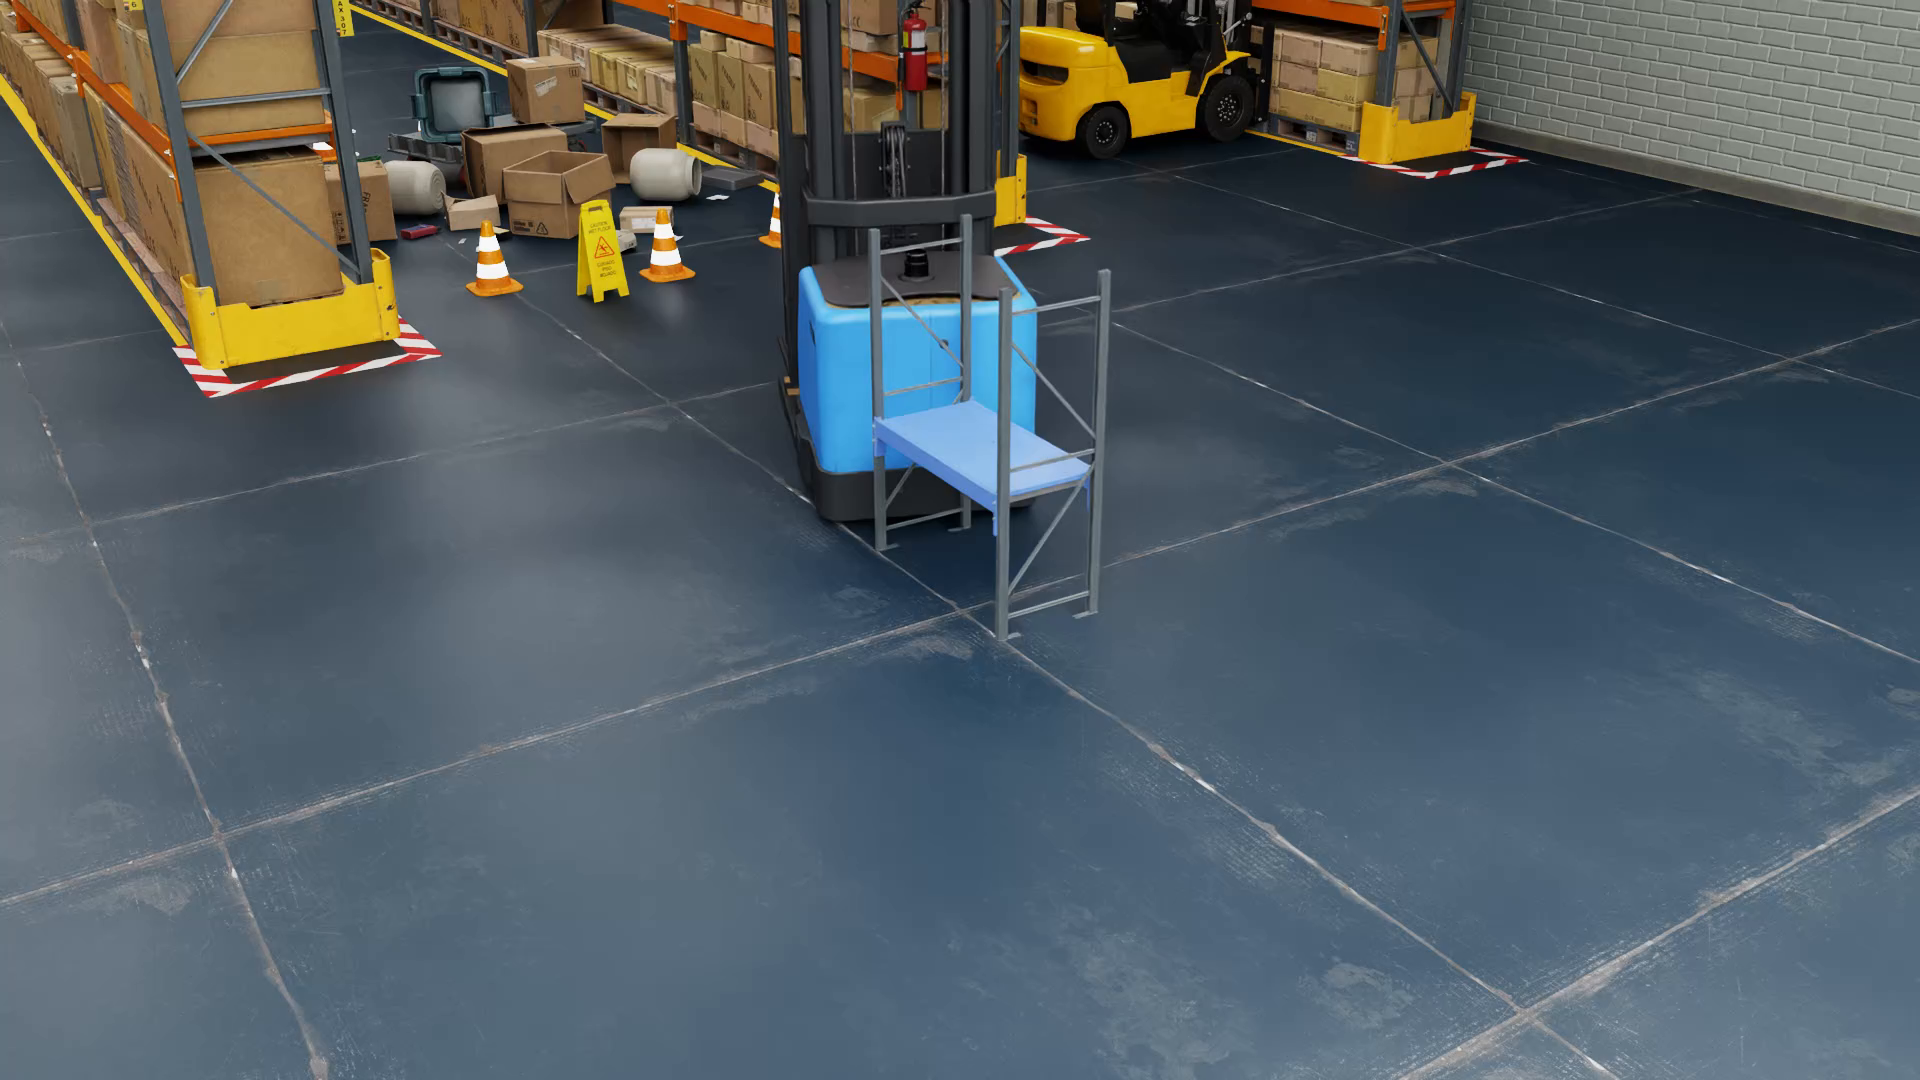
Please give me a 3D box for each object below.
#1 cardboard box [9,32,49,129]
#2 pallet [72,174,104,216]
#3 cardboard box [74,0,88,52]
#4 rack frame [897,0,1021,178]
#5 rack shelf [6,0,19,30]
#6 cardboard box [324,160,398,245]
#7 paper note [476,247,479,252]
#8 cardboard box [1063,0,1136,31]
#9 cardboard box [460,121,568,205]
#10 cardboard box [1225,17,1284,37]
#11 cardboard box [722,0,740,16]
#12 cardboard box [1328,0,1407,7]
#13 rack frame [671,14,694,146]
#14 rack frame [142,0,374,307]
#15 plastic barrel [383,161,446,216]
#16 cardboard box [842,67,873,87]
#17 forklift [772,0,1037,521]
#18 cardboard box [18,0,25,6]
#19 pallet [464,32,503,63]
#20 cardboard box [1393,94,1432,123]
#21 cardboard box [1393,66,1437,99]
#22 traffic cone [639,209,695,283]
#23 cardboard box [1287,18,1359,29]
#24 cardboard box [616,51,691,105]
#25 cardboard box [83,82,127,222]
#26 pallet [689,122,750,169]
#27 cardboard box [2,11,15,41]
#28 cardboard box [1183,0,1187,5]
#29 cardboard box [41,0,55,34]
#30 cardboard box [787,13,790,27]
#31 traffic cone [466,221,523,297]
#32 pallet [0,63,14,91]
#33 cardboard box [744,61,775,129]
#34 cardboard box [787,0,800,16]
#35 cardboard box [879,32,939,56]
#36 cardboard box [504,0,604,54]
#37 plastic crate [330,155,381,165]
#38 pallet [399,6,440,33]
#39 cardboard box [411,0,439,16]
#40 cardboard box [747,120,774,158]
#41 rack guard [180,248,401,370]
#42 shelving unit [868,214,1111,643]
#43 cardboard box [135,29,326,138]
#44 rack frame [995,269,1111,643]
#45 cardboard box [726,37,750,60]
[{"bbox_3d":[-8.203,-4.359,15.614,1.050,0.750,0.750,-16,30,-30],"label":"cardboard box"},{"bbox_3d":[-6.761,-2.992,13.841,1.003,0.211,1.213,-16,29,-30],"label":"pallet"},{"bbox_3d":[-6.065,-3.933,12.393,0.875,0.550,0.550,-16,29,-30],"label":"cardboard box"},{"bbox_3d":[-0.001,-3.754,12.188,1.000,3.000,0.127,-16,29,-30],"label":"rack frame"},{"bbox_3d":[-9.552,-5.815,17.398,1.077,0.370,4.000,-16,29,-30],"label":"rack shelf"},{"bbox_3d":[-4.569,-2.549,12.562,0.500,0.500,0.500,-10,27,-21],"label":"cardboard box"},{"bbox_3d":[-3.503,-2.162,12.296,0.144,0.017,0.142,-6,26,-12],"label":"paper note"},{"bbox_3d":[1.678,-5.643,18.479,0.875,0.625,0.625,-14,29,-27],"label":"cardboard box"},{"bbox_3d":[-3.598,-3.057,13.477,0.797,0.637,0.503,-16,29,-30],"label":"cardboard box"},{"bbox_3d":[2.806,-4.945,16.269,0.500,0.250,0.500,-16,30,-31],"label":"cardboard box"},{"bbox_3d":[-1.823,-4.621,14.319,0.380,0.149,0.250,-15,29,-28],"label":"cardboard box"},{"bbox_3d":[3.668,-5.072,14.863,0.500,0.500,0.500,-16,30,-31],"label":"cardboard box"},{"bbox_3d":[-2.184,-5.184,15.219,1.000,3.000,0.127,-16,29,-30],"label":"rack frame"},{"bbox_3d":[-4.093,-2.564,9.668,1.000,3.000,0.127,-16,29,-30],"label":"rack frame"},{"bbox_3d":[-4.372,-2.781,13.146,0.512,0.421,0.421,3,25,6],"label":"plastic barrel"},{"bbox_3d":[-0.913,-3.674,13.110,0.380,0.149,0.250,-15,29,-28],"label":"cardboard box"},{"bbox_3d":[-0.411,-2.018,8.591,1.130,2.935,3.031,-5,26,-10],"label":"forklift"},{"bbox_3d":[-8.161,-5.066,14.850,0.500,0.500,0.500,-16,30,-30],"label":"cardboard box"},{"bbox_3d":[-5.397,-6.090,20.402,1.003,0.211,1.213,-16,29,-30],"label":"pallet"},{"bbox_3d":[4.052,-4.080,15.607,0.500,0.250,0.500,-15,29,-29],"label":"cardboard box"},{"bbox_3d":[4.074,-4.301,15.490,0.500,0.250,0.500,-15,29,-29],"label":"cardboard box"},{"bbox_3d":[-2.060,-2.079,11.613,0.336,0.463,0.334,-16,29,-30],"label":"traffic cone"},{"bbox_3d":[3.513,-4.886,16.143,0.500,0.250,0.500,-16,30,-30],"label":"cardboard box"},{"bbox_3d":[-2.868,-4.629,16.629,0.950,0.372,0.625,-14,28,-26],"label":"cardboard box"},{"bbox_3d":[-5.992,-2.983,12.551,0.875,0.875,0.875,-15,29,-29],"label":"cardboard box"},{"bbox_3d":[-1.788,-3.691,15.322,1.003,0.211,1.213,-16,29,-30],"label":"pallet"},{"bbox_3d":[-9.338,-5.186,16.779,0.500,0.250,0.500,-15,29,-29],"label":"cardboard box"},{"bbox_3d":[2.403,-5.610,17.678,0.500,0.250,0.500,-15,29,-29],"label":"cardboard box"},{"bbox_3d":[-7.061,-4.345,13.323,0.500,0.500,0.500,-16,30,-30],"label":"cardboard box"},{"bbox_3d":[-1.202,-4.275,13.587,0.380,0.149,0.250,-16,29,-30],"label":"cardboard box"},{"bbox_3d":[-3.193,-1.938,11.313,0.336,0.463,0.334,-16,29,-30],"label":"traffic cone"},{"bbox_3d":[-10.217,-5.317,18.766,1.003,0.211,1.213,-16,29,-30],"label":"pallet"},{"bbox_3d":[-1.505,-3.822,14.182,0.500,0.500,0.500,-14,29,-27],"label":"cardboard box"},{"bbox_3d":[-1.067,-4.423,13.141,0.500,0.500,0.500,-16,29,-30],"label":"cardboard box"},{"bbox_3d":[-0.384,-3.724,12.419,0.380,0.149,0.250,-14,29,-28],"label":"cardboard box"},{"bbox_3d":[-4.675,-6.111,19.177,0.875,0.875,0.875,-16,30,-30],"label":"cardboard box"},{"bbox_3d":[-5.084,-2.992,13.801,0.450,0.188,0.662,-10,25,2],"label":"plastic crate"},{"bbox_3d":[-6.901,-7.075,22.490,1.003,0.211,1.213,-16,29,-30],"label":"pallet"},{"bbox_3d":[-6.804,-7.327,22.266,0.875,0.438,0.875,-16,30,-30],"label":"cardboard box"},{"bbox_3d":[-1.496,-3.480,14.336,0.500,0.250,0.500,-16,30,-30],"label":"cardboard box"},{"bbox_3d":[-4.080,-1.425,10.183,1.175,0.500,0.348,-16,29,-30],"label":"rack guard"},{"bbox_3d":[0.099,-0.498,7.049,0.538,1.500,1.048,-15,29,-28],"label":"shelving unit"},{"bbox_3d":[-4.333,-2.754,9.894,0.875,0.550,0.550,-16,29,-30],"label":"cardboard box"},{"bbox_3d":[0.366,-0.314,6.658,0.500,1.500,0.032,-15,29,-28],"label":"rack frame"},{"bbox_3d":[-1.788,-4.247,14.324,0.380,0.149,0.250,-14,29,-28],"label":"cardboard box"}]
